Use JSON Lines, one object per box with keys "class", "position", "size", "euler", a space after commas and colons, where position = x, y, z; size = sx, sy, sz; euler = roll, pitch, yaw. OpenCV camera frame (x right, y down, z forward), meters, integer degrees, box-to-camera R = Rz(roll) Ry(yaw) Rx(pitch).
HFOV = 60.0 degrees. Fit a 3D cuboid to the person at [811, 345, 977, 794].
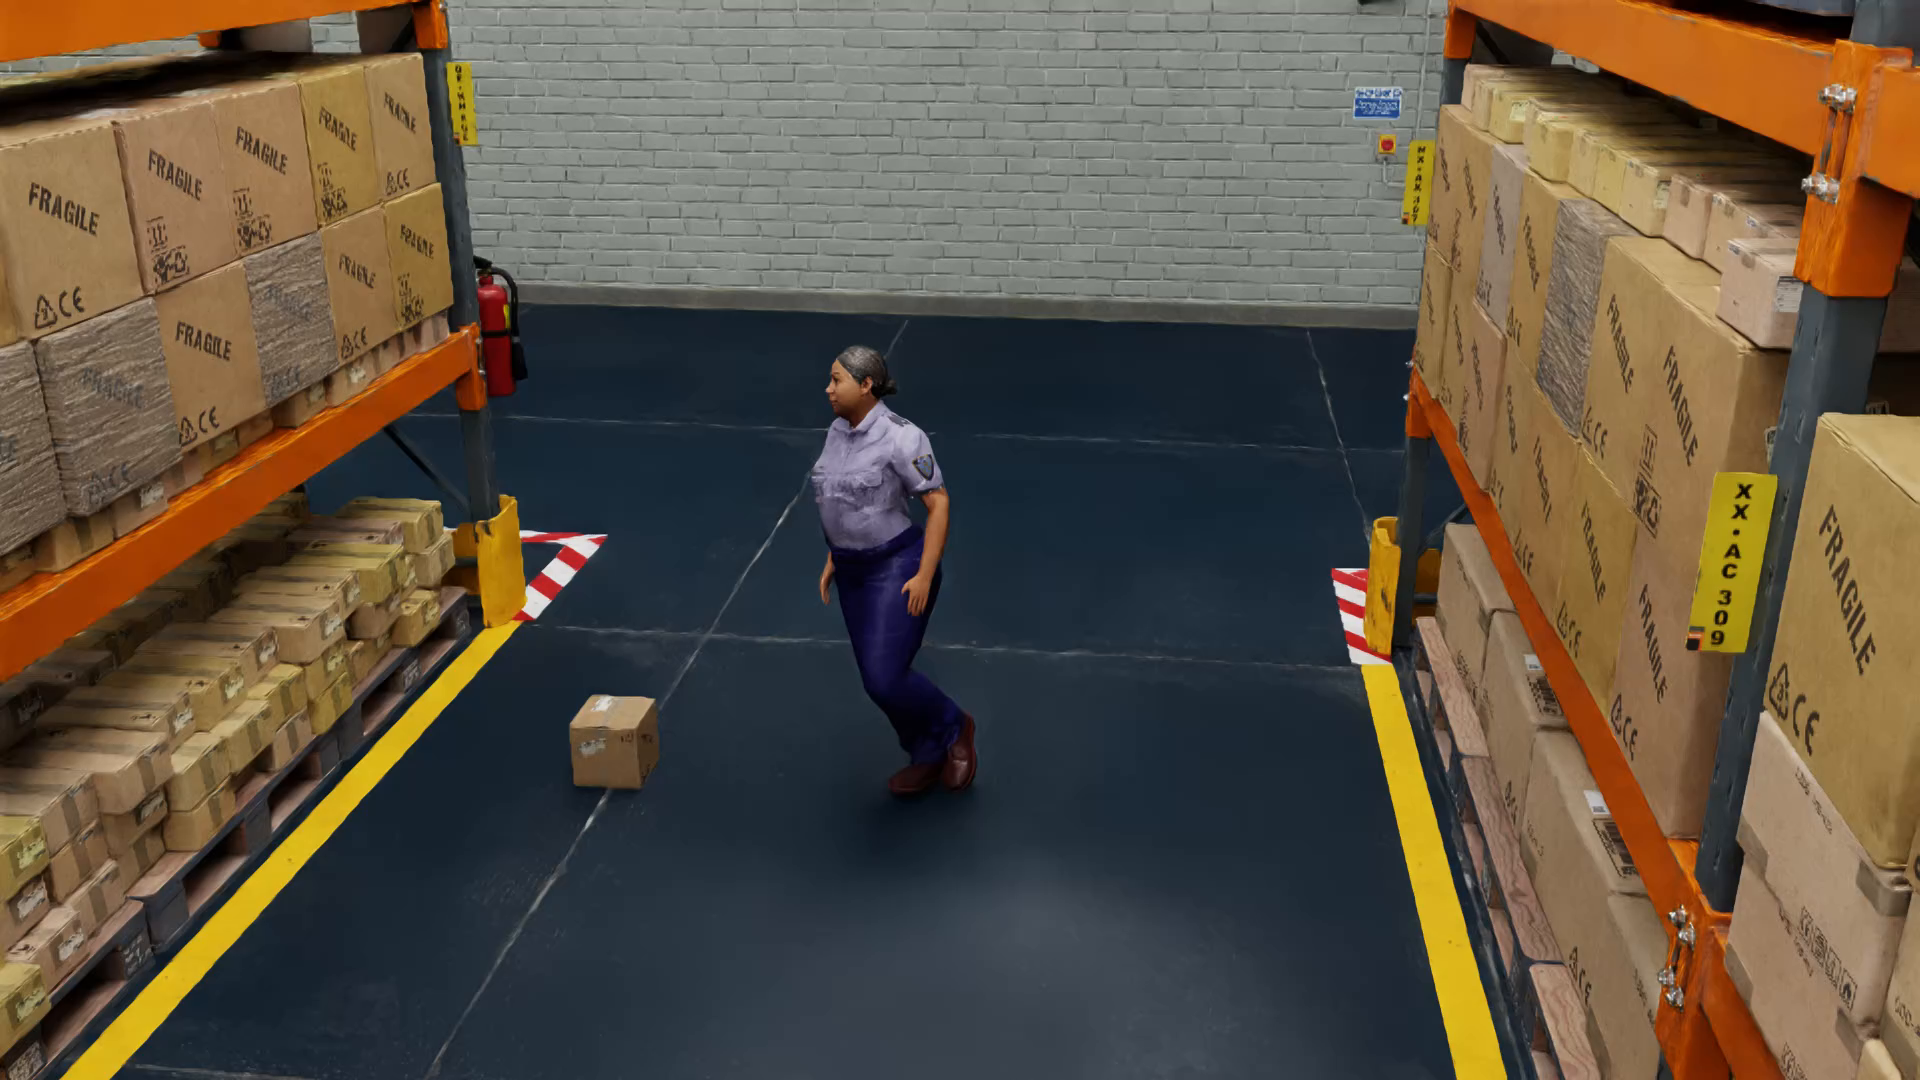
{"class": "person", "position": [-0.265, 0.137, 5.819], "size": [0.472, 1.587, 0.647], "euler": [-20, 29, -41]}
